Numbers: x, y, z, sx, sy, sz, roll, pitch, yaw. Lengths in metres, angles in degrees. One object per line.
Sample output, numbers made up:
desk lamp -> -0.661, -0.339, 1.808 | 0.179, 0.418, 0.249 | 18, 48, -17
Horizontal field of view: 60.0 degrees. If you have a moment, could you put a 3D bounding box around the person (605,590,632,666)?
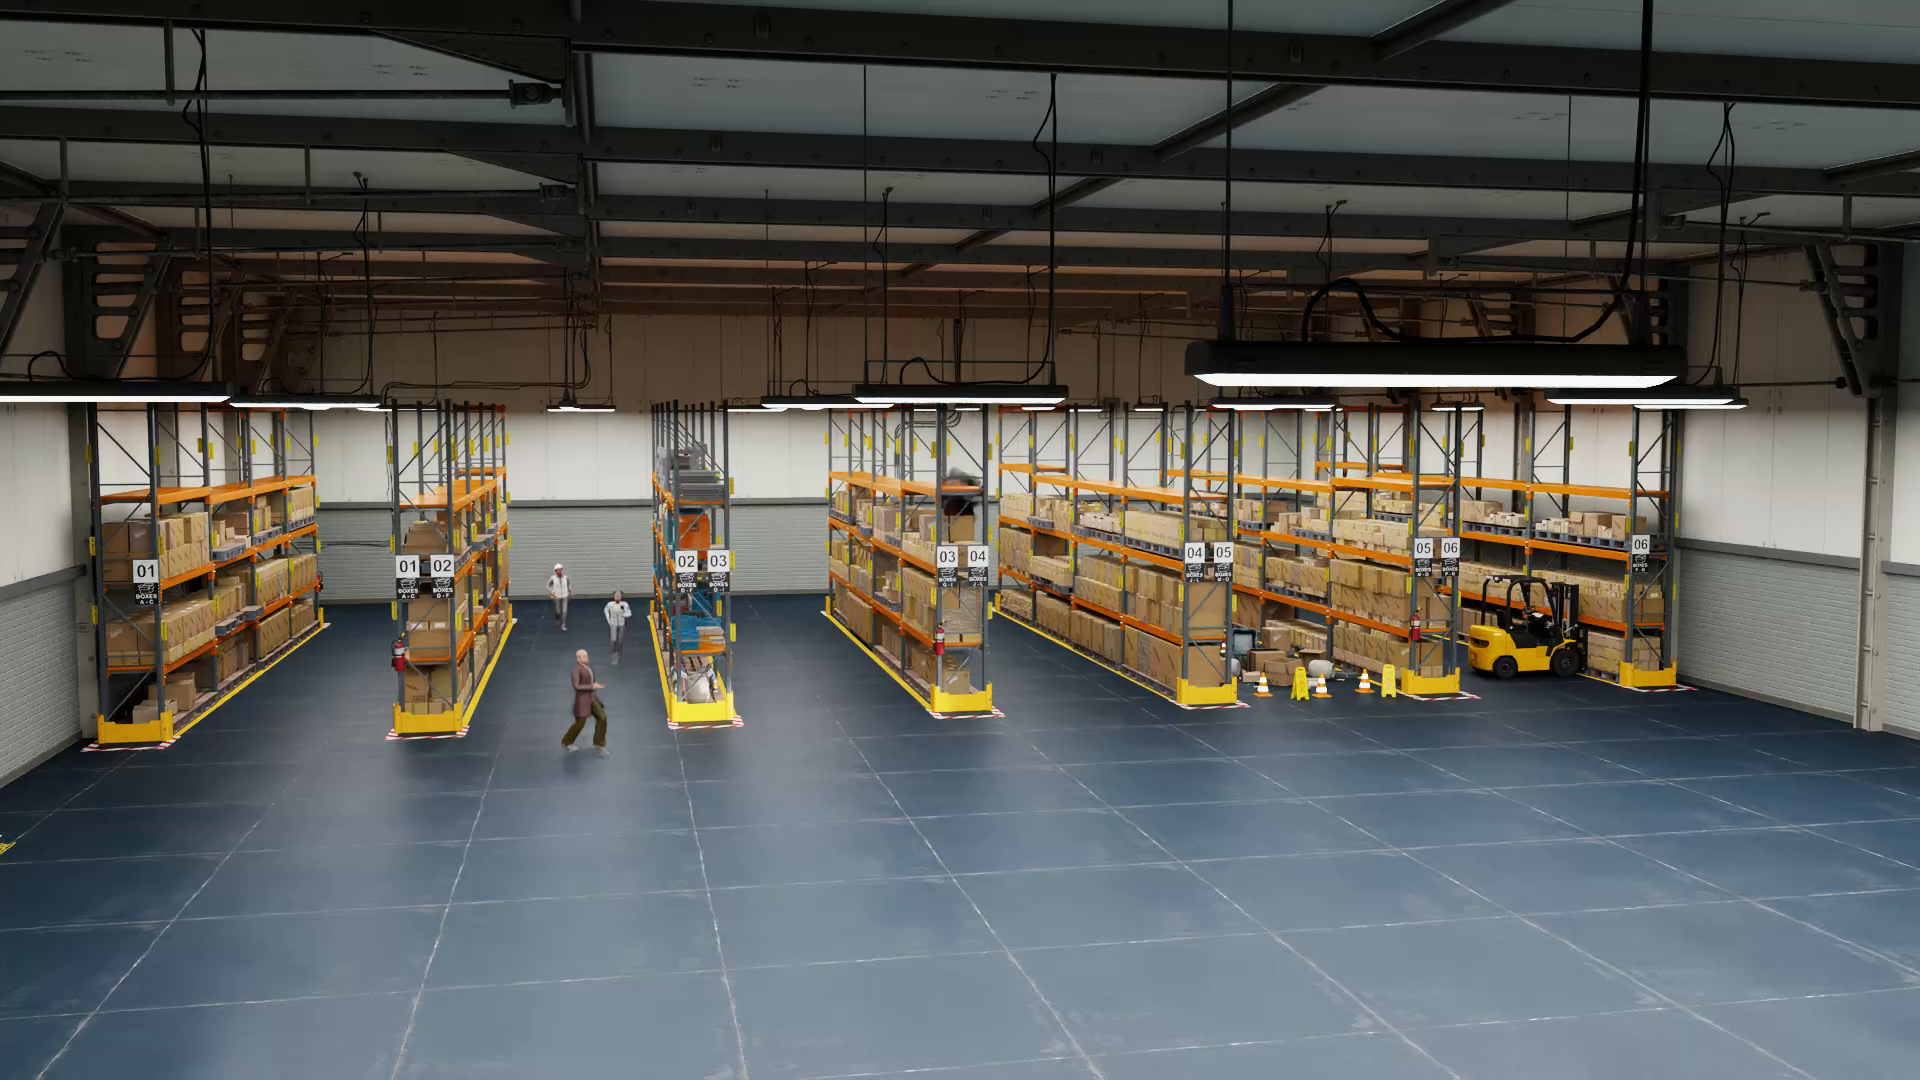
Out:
person -> -7.878, 2.008, 38.356 | 0.588, 1.742, 0.803 | -1, 4, -16

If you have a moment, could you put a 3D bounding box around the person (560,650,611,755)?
person -> -6.325, 2.745, 28.016 | 0.867, 1.822, 0.723 | 2, 5, 19

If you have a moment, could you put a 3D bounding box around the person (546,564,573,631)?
person -> -10.679, 1.527, 44.383 | 0.714, 1.759, 0.627 | -2, 5, -30

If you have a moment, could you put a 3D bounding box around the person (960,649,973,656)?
person -> 0.158, 1.834, 39.604 | 0.668, 1.770, 0.908 | -1, 4, -15
